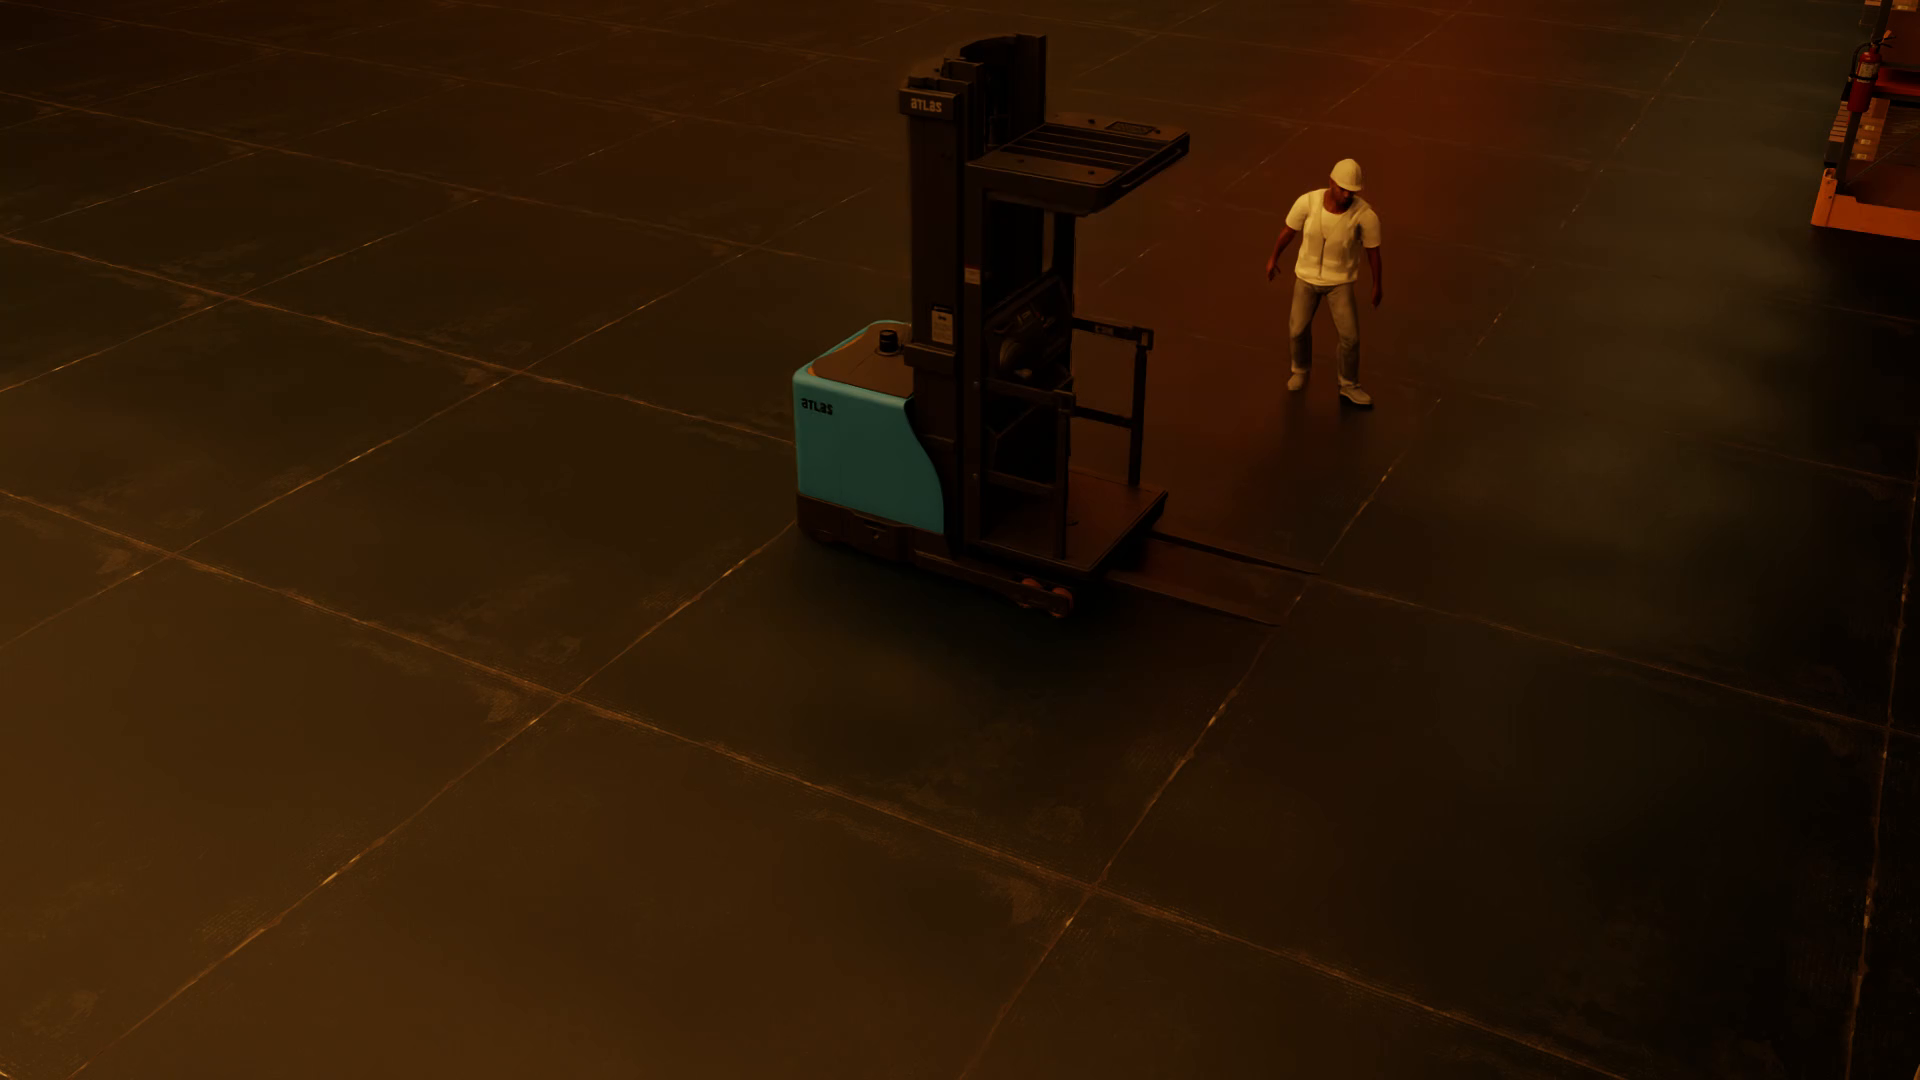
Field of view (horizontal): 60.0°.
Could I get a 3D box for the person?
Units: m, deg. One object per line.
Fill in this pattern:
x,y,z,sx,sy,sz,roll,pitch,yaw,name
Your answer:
2.513,-1.798,11.423,0.899,1.732,0.474,15,33,24,person

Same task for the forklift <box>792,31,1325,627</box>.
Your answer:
0.554,-1.140,9.046,3.031,2.935,1.130,16,34,25,forklift
